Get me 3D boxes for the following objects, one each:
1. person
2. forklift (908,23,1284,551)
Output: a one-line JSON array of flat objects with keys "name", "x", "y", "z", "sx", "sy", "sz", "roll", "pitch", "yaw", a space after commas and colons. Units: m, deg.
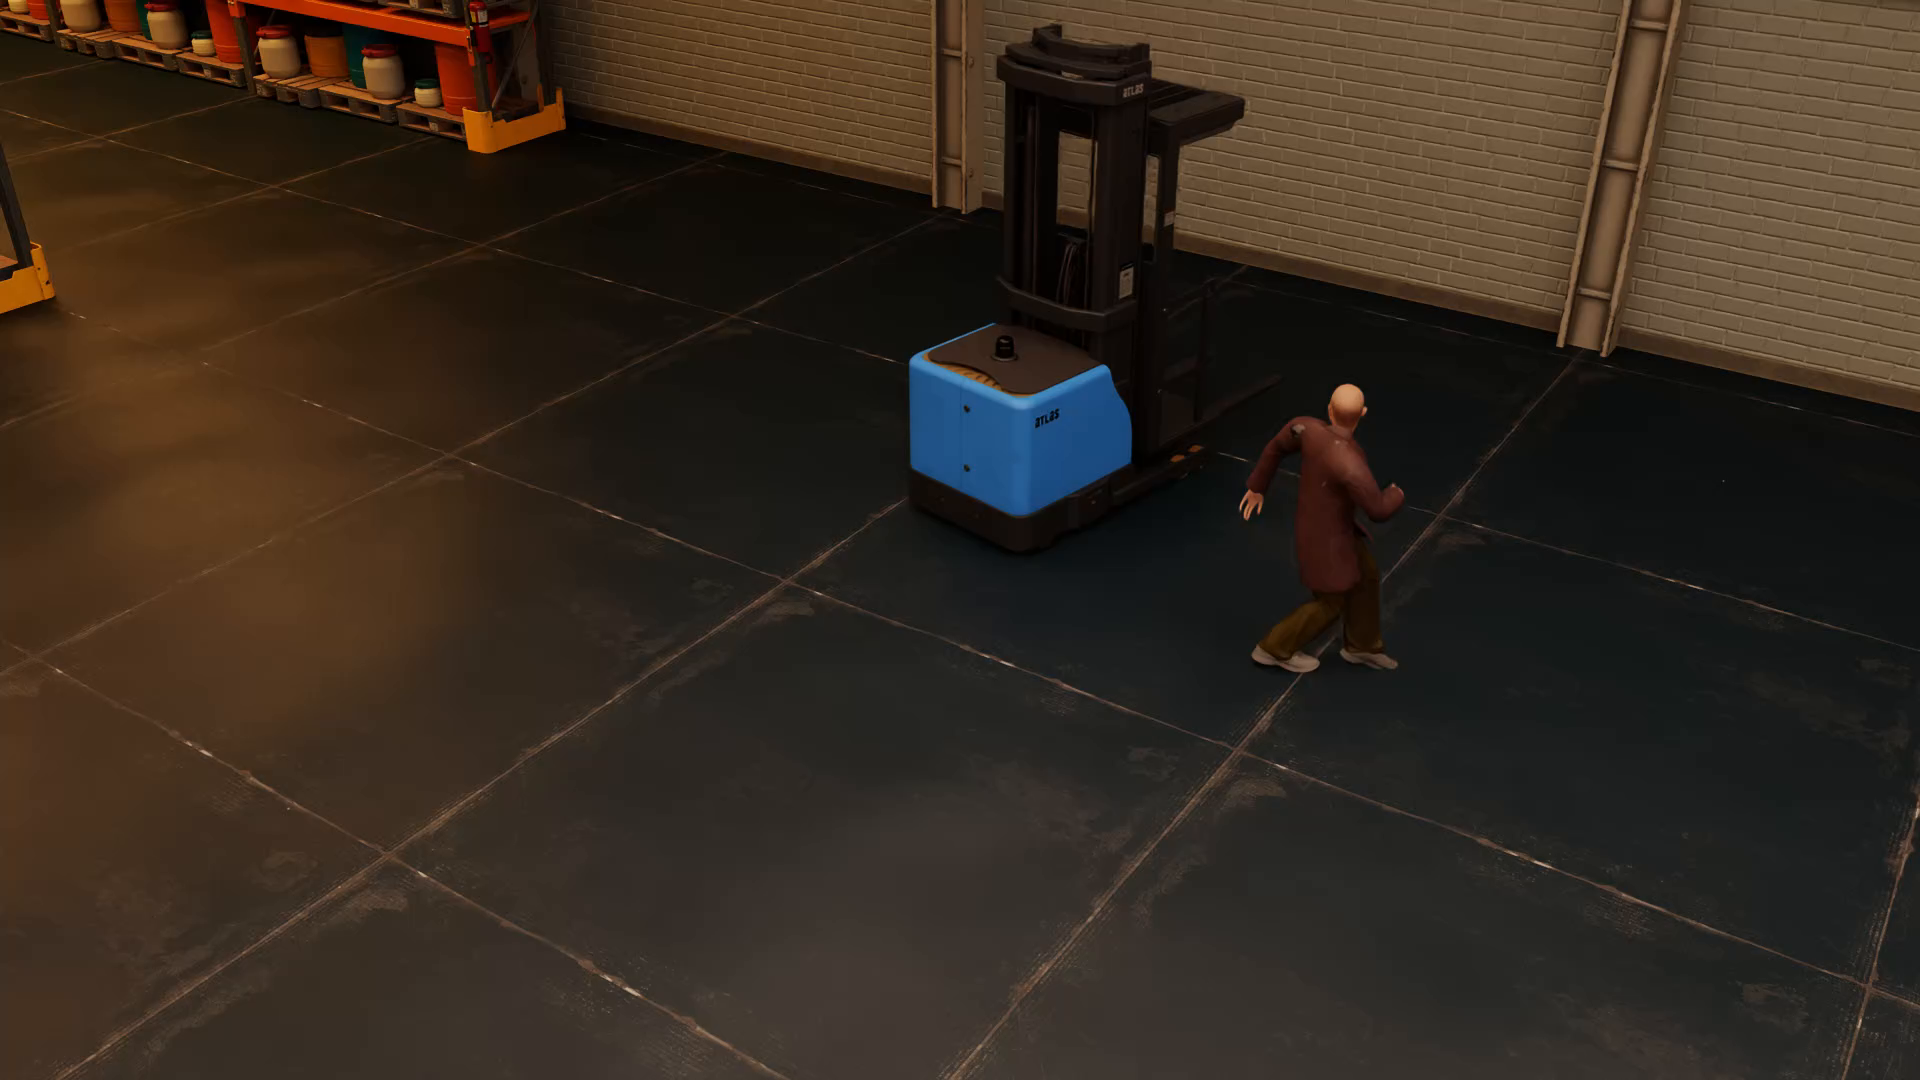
[{"name": "person", "x": 1.992, "y": -0.025, "z": 8.898, "sx": 0.963, "sy": 1.761, "sz": 0.628, "roll": 1, "pitch": 30, "yaw": 2}, {"name": "forklift", "x": 1.058, "y": -1.839, "z": 10.748, "sx": 1.130, "sy": 2.935, "sz": 3.031, "roll": 26, "pitch": 39, "yaw": 37}]
